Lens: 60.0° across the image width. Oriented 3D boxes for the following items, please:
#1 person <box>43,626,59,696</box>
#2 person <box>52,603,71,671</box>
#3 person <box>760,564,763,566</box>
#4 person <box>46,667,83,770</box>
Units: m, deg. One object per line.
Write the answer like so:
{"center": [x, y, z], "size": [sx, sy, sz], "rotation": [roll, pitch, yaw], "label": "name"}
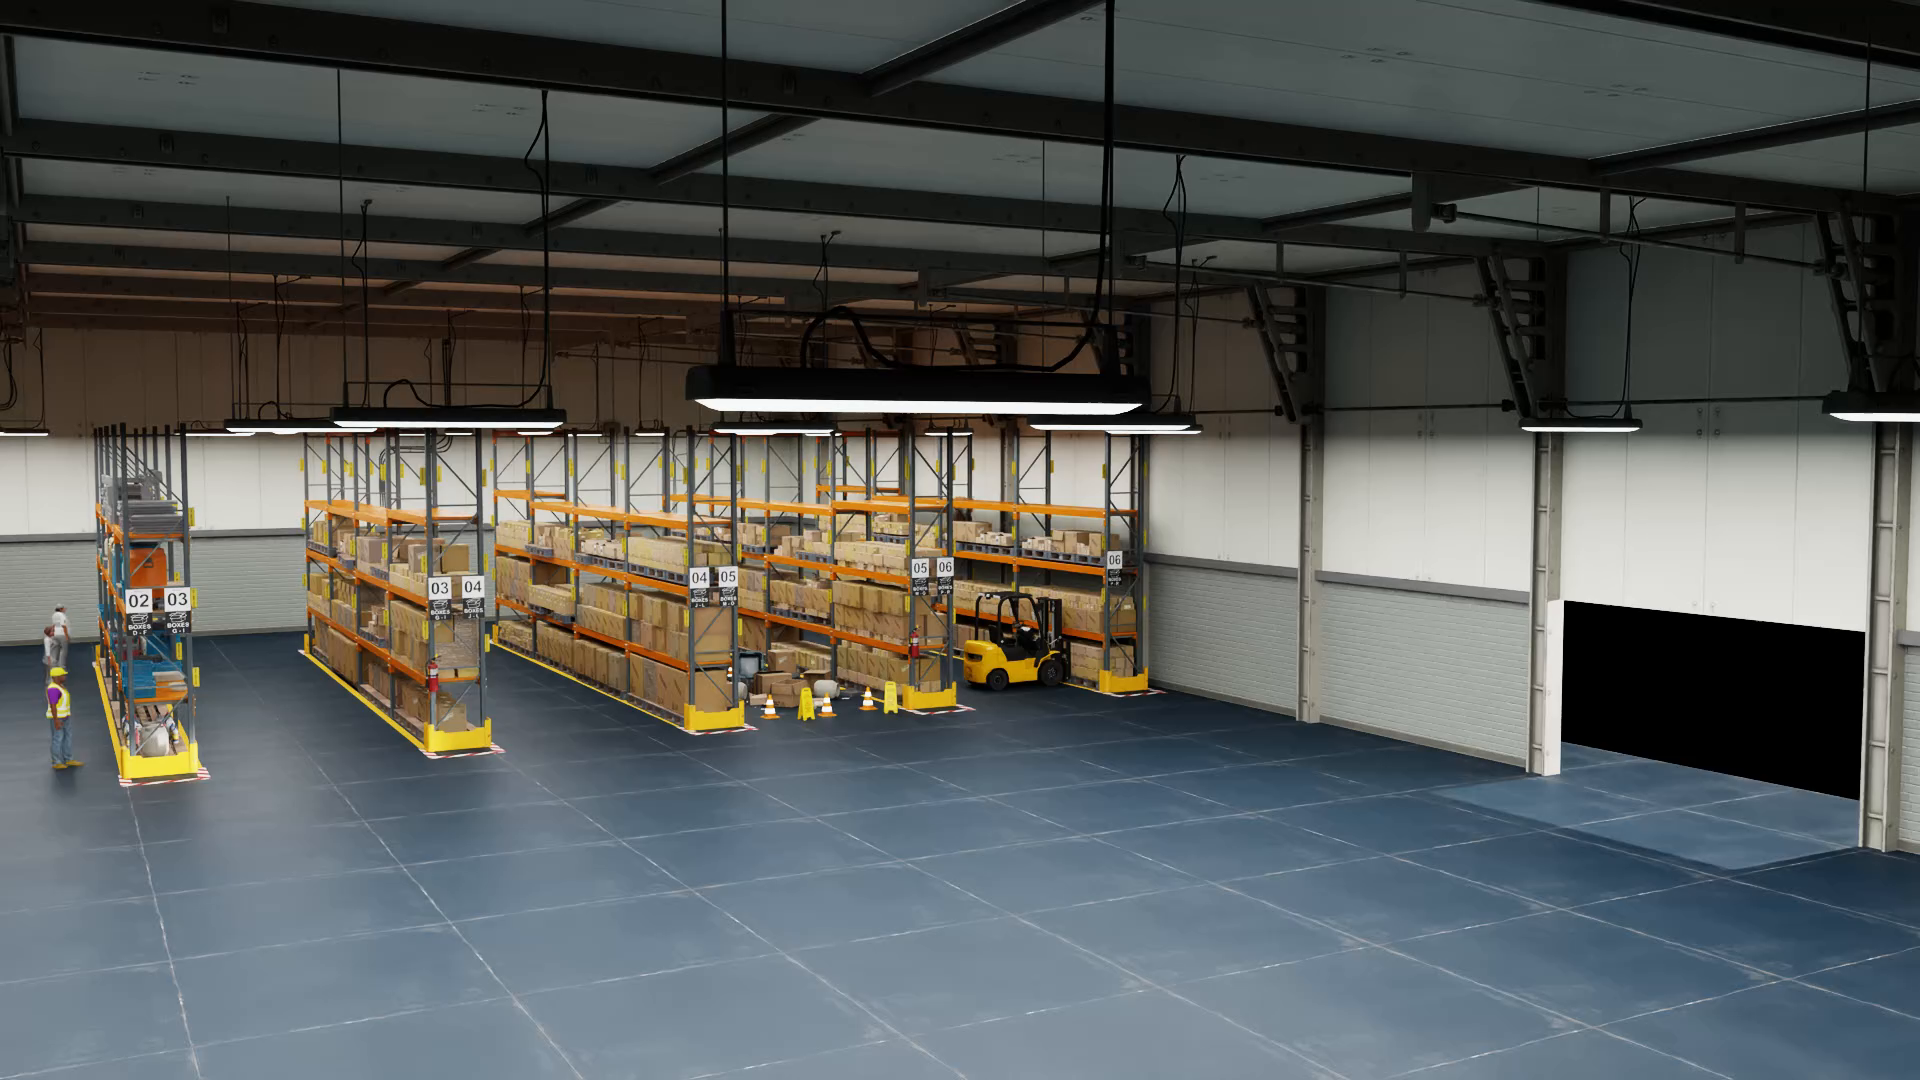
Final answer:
{"center": [-20.072, 2.711, 36.744], "size": [0.322, 1.628, 0.495], "rotation": [-3, 4, -37], "label": "person"}
{"center": [-22.281, 2.412, 41.217], "size": [0.579, 1.702, 0.418], "rotation": [2, 4, 31], "label": "person"}
{"center": [-6.484, 1.633, 54.115], "size": [0.494, 1.683, 0.561], "rotation": [0, 3, 7], "label": "person"}
{"center": [-15.638, 3.093, 28.942], "size": [0.471, 1.768, 0.630], "rotation": [0, 3, 0], "label": "person"}
